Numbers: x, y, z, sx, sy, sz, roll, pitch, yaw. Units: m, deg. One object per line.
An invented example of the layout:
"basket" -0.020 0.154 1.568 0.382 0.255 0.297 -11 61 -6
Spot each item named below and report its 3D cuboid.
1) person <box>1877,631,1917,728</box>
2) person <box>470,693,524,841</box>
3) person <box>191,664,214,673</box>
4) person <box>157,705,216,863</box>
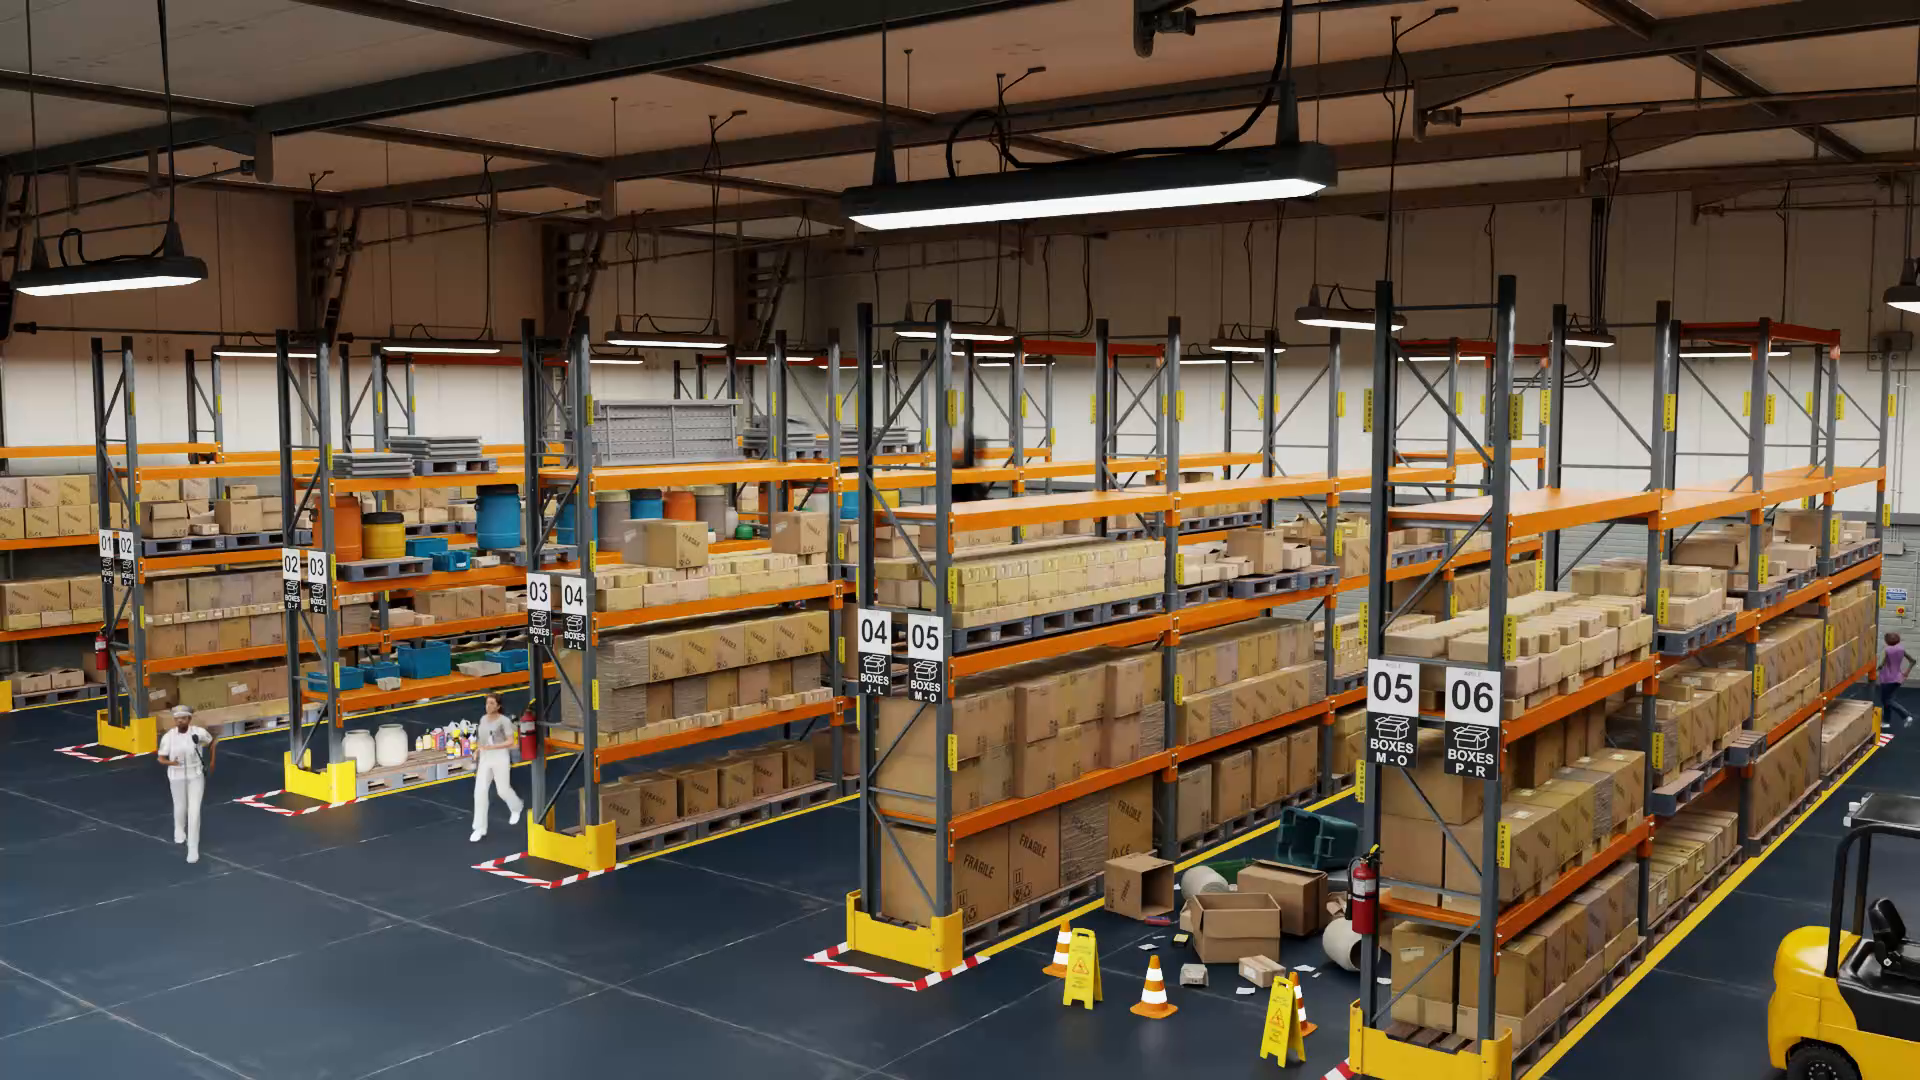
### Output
"person" 14.272 2.174 25.496 0.577 1.580 0.731 -1 5 -15
"person" -5.458 2.616 19.495 0.577 1.646 0.965 1 5 17
"person" -12.364 1.950 27.200 0.642 1.783 1.032 3 6 29
"person" -8.709 2.691 18.753 0.582 1.732 0.925 -2 5 -19
